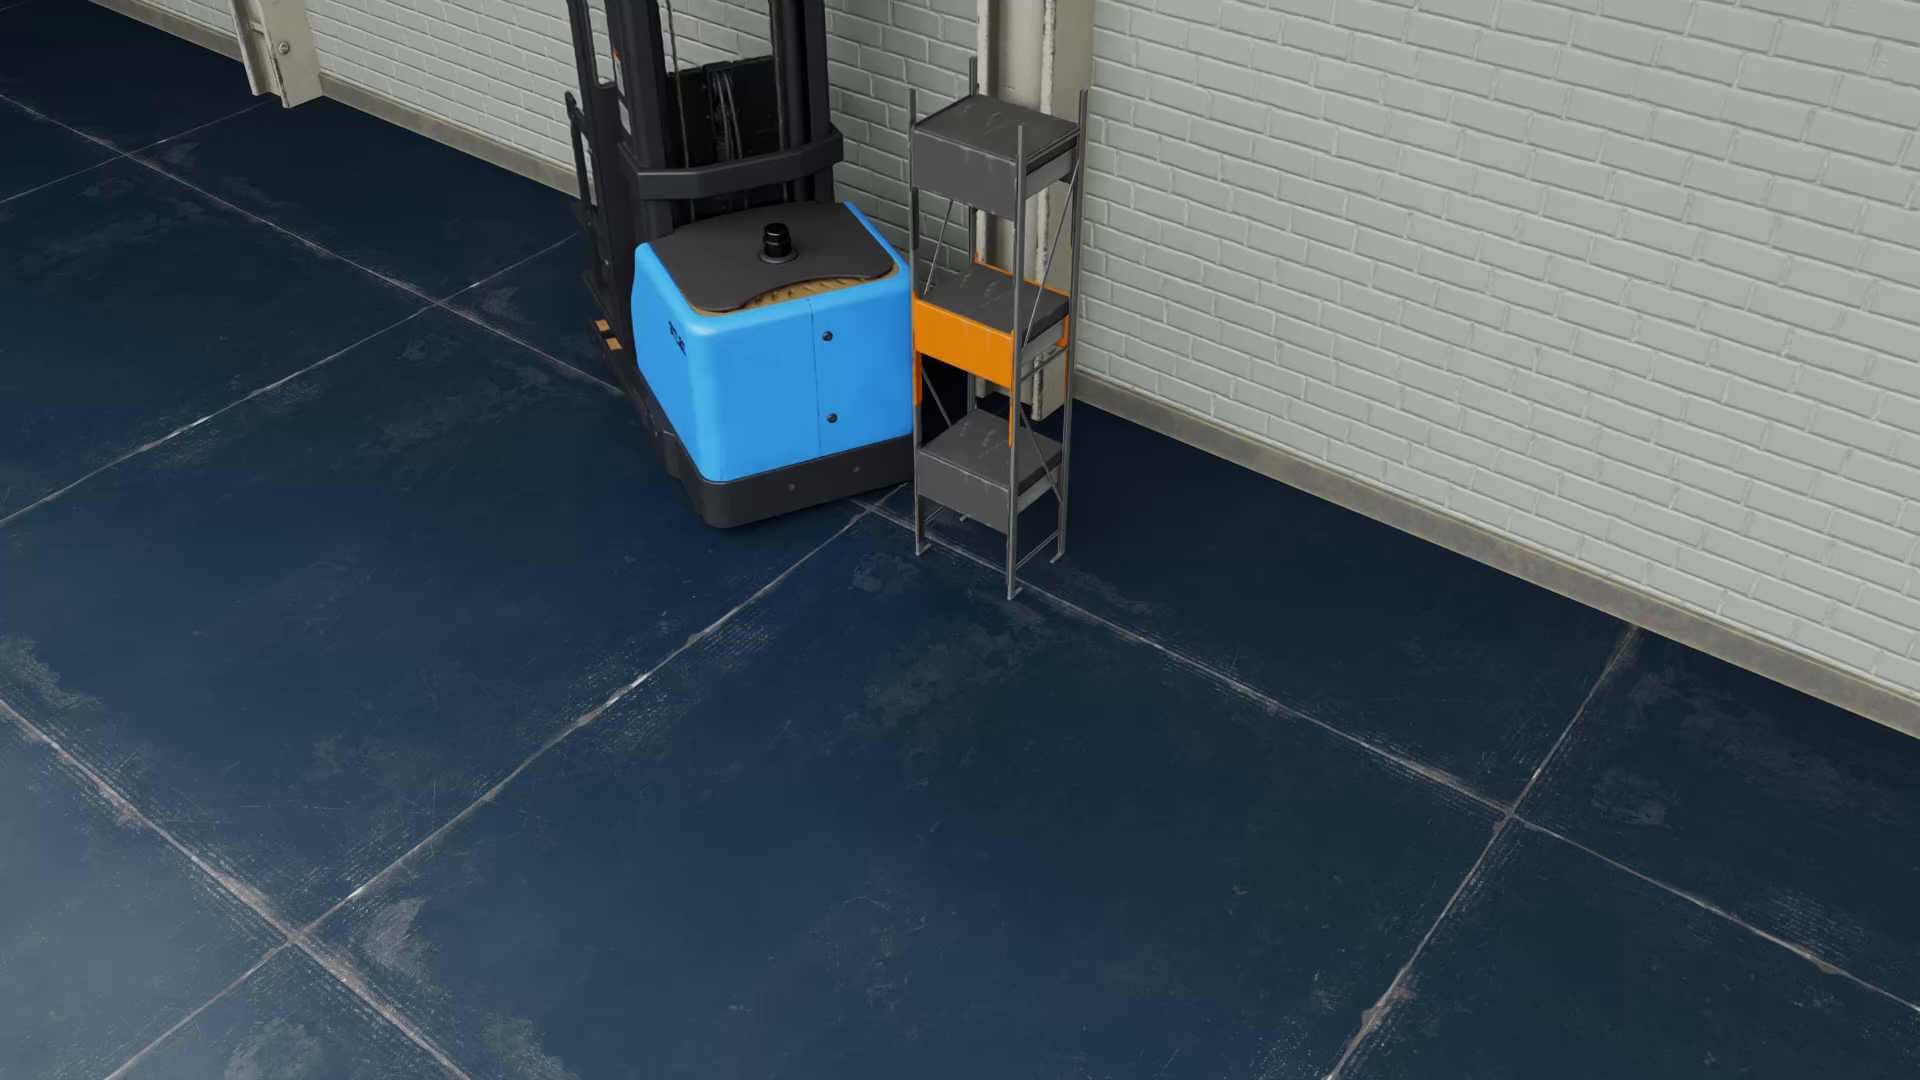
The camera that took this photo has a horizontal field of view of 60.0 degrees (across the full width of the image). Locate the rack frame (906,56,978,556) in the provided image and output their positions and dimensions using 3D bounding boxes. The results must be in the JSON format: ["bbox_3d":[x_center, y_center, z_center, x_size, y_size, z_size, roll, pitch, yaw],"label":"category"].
[{"bbox_3d":[-0.062,-0.856,6.640,0.015,2.100,0.400,25,45,29],"label":"rack frame"}]

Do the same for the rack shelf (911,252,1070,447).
[{"bbox_3d":[0.131,-0.754,6.532,0.480,0.518,0.431,25,45,29],"label":"rack shelf"}]

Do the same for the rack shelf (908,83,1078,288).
[{"bbox_3d":[0.131,-1.305,6.100,0.480,0.518,0.431,25,45,29],"label":"rack shelf"}]

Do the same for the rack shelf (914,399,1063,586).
[{"bbox_3d":[0.131,-0.203,6.963,0.480,0.518,0.431,25,45,29],"label":"rack shelf"}]

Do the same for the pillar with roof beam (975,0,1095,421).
[{"bbox_3d":[-2.298,-2.152,2.699,0.400,9.000,9.100,25,45,29],"label":"pillar with roof beam"}]

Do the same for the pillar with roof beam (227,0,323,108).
[{"bbox_3d":[-7.063,-4.399,5.569,0.400,9.000,9.100,25,45,29],"label":"pillar with roof beam"}]

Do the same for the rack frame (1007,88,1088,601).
[{"bbox_3d":[0.325,-0.673,6.407,0.015,2.100,0.400,25,45,29],"label":"rack frame"}]

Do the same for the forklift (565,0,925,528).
[{"bbox_3d":[-1.234,-2.108,7.565,1.130,2.935,3.031,-16,41,-19],"label":"forklift"}]

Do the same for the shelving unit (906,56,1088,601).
[{"bbox_3d":[0.131,-0.765,6.524,0.503,2.100,0.431,25,45,29],"label":"shelving unit"}]
